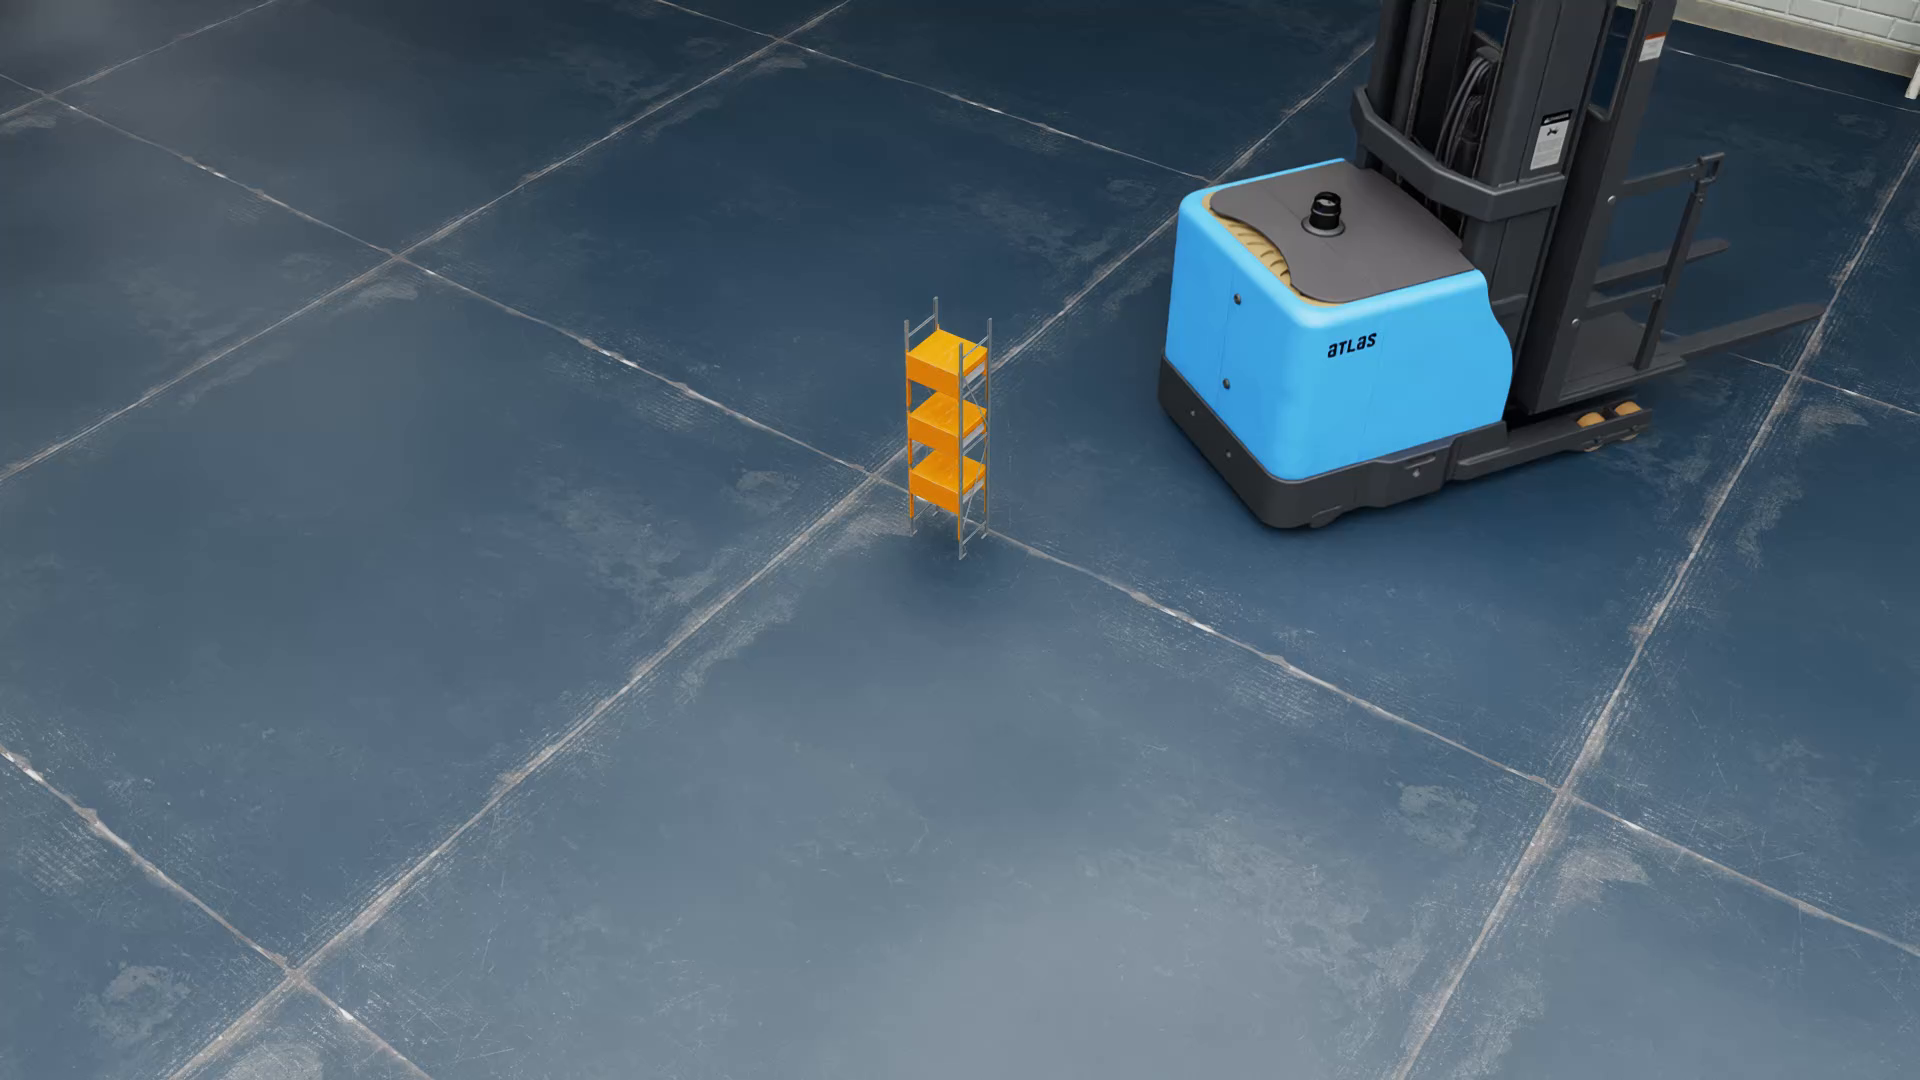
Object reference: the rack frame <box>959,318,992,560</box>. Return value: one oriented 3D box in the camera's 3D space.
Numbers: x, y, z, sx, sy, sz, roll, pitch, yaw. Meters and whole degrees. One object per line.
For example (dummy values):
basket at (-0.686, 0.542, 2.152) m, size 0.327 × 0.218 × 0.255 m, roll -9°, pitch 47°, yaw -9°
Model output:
rack frame at (0.056, -0.365, 6.371) m, size 0.008 × 1.050 × 0.200 m, roll 25°, pitch 48°, yaw 25°

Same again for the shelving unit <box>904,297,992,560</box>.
shelving unit at (-0.044, -0.412, 6.423) m, size 0.252 × 1.050 × 0.215 m, roll 25°, pitch 48°, yaw 25°

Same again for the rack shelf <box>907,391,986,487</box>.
rack shelf at (-0.044, -0.404, 6.430) m, size 0.240 × 0.259 × 0.215 m, roll 25°, pitch 48°, yaw 25°

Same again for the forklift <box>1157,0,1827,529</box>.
forklift at (2.437, -1.782, 6.544) m, size 3.031 × 2.935 × 1.130 m, roll -16°, pitch 44°, yaw -17°

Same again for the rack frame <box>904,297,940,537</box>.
rack frame at (-0.144, -0.458, 6.475) m, size 0.008 × 1.050 × 0.200 m, roll 25°, pitch 48°, yaw 25°

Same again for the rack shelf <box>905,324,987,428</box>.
rack shelf at (-0.044, -0.615, 6.241) m, size 0.240 × 0.259 × 0.215 m, roll 25°, pitch 48°, yaw 25°

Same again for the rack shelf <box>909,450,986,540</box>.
rack shelf at (-0.044, -0.197, 6.615) m, size 0.240 × 0.259 × 0.215 m, roll 25°, pitch 48°, yaw 25°

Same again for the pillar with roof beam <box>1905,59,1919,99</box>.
pillar with roof beam at (3.239, -3.575, 3.996) m, size 0.400 × 9.000 × 9.100 m, roll 25°, pitch 48°, yaw 25°
